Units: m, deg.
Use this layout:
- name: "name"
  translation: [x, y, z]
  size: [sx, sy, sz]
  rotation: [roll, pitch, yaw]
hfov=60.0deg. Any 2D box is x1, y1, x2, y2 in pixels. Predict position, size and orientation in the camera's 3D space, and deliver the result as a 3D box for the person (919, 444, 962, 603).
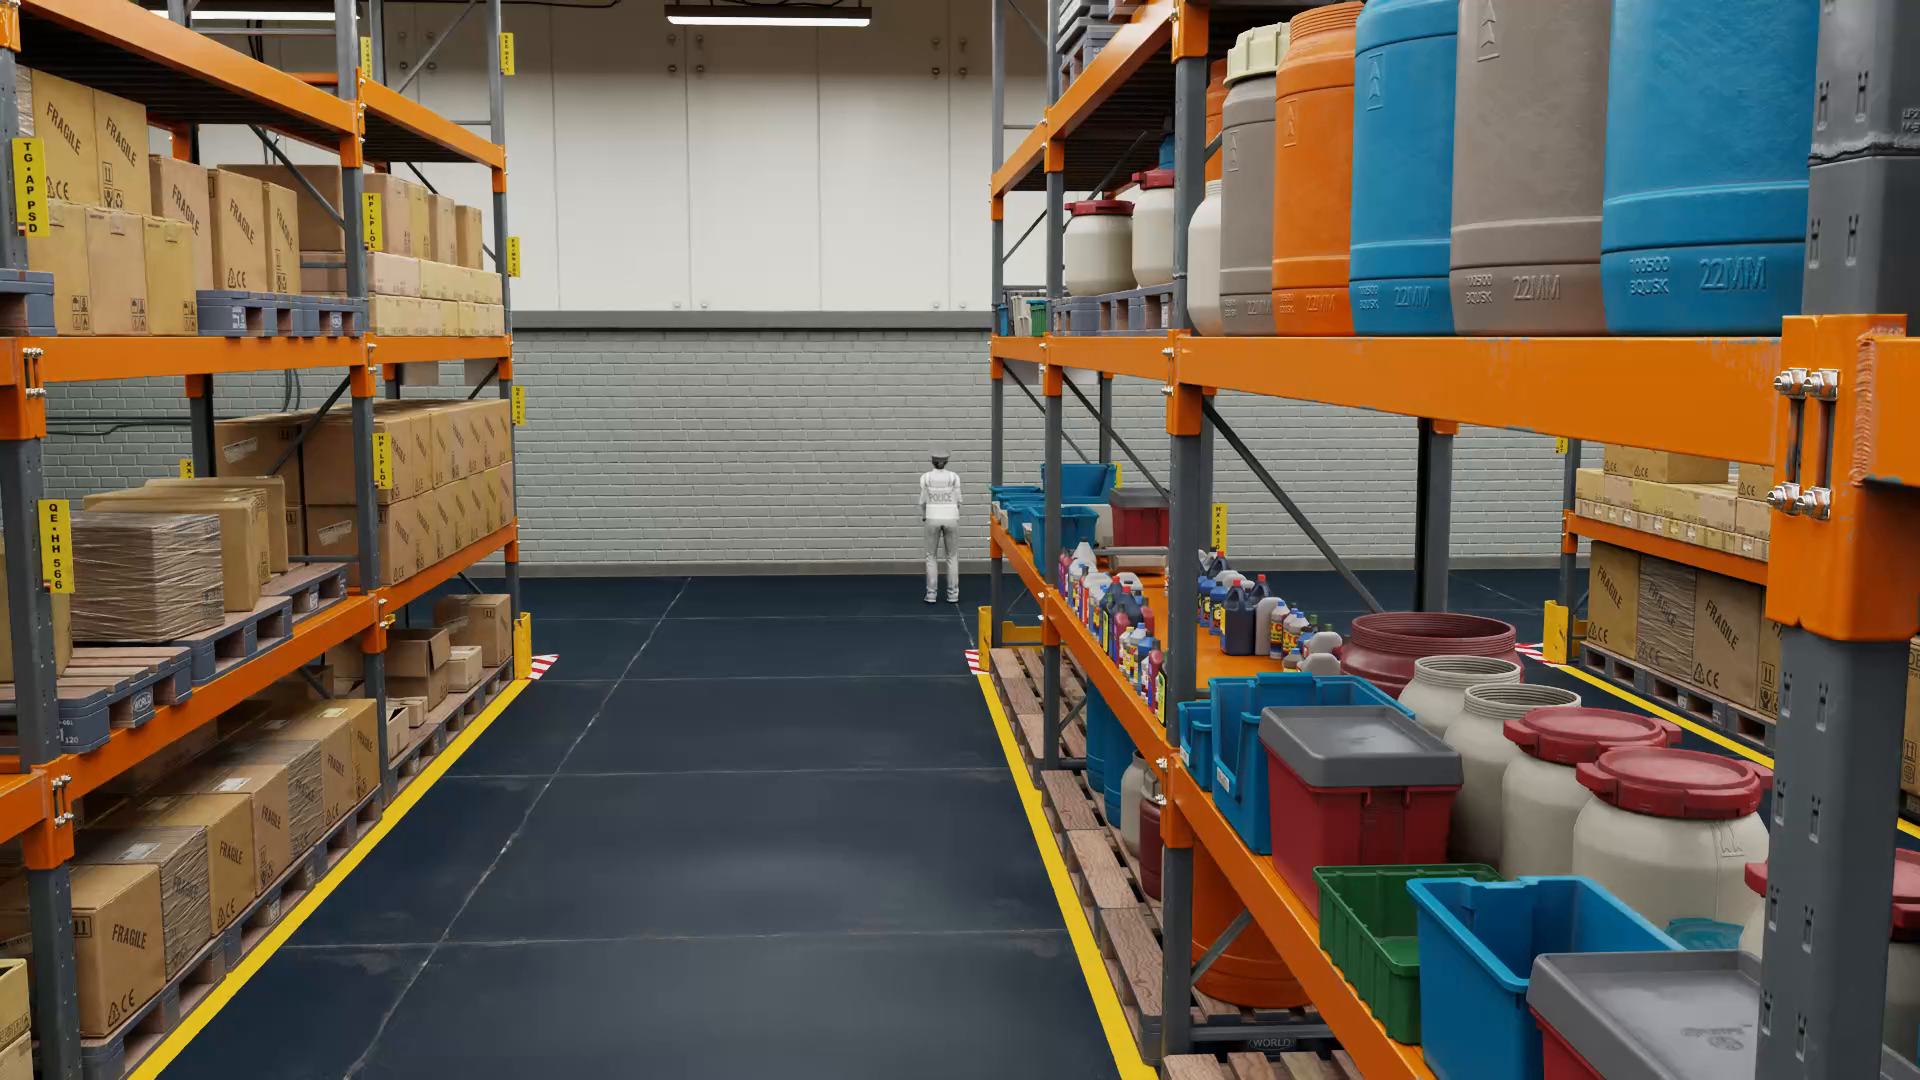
- name: "person"
  translation: [-0.206, -0.185, 17.657]
  size: [0.460, 1.686, 0.564]
  rotation: [0, 7, -3]
